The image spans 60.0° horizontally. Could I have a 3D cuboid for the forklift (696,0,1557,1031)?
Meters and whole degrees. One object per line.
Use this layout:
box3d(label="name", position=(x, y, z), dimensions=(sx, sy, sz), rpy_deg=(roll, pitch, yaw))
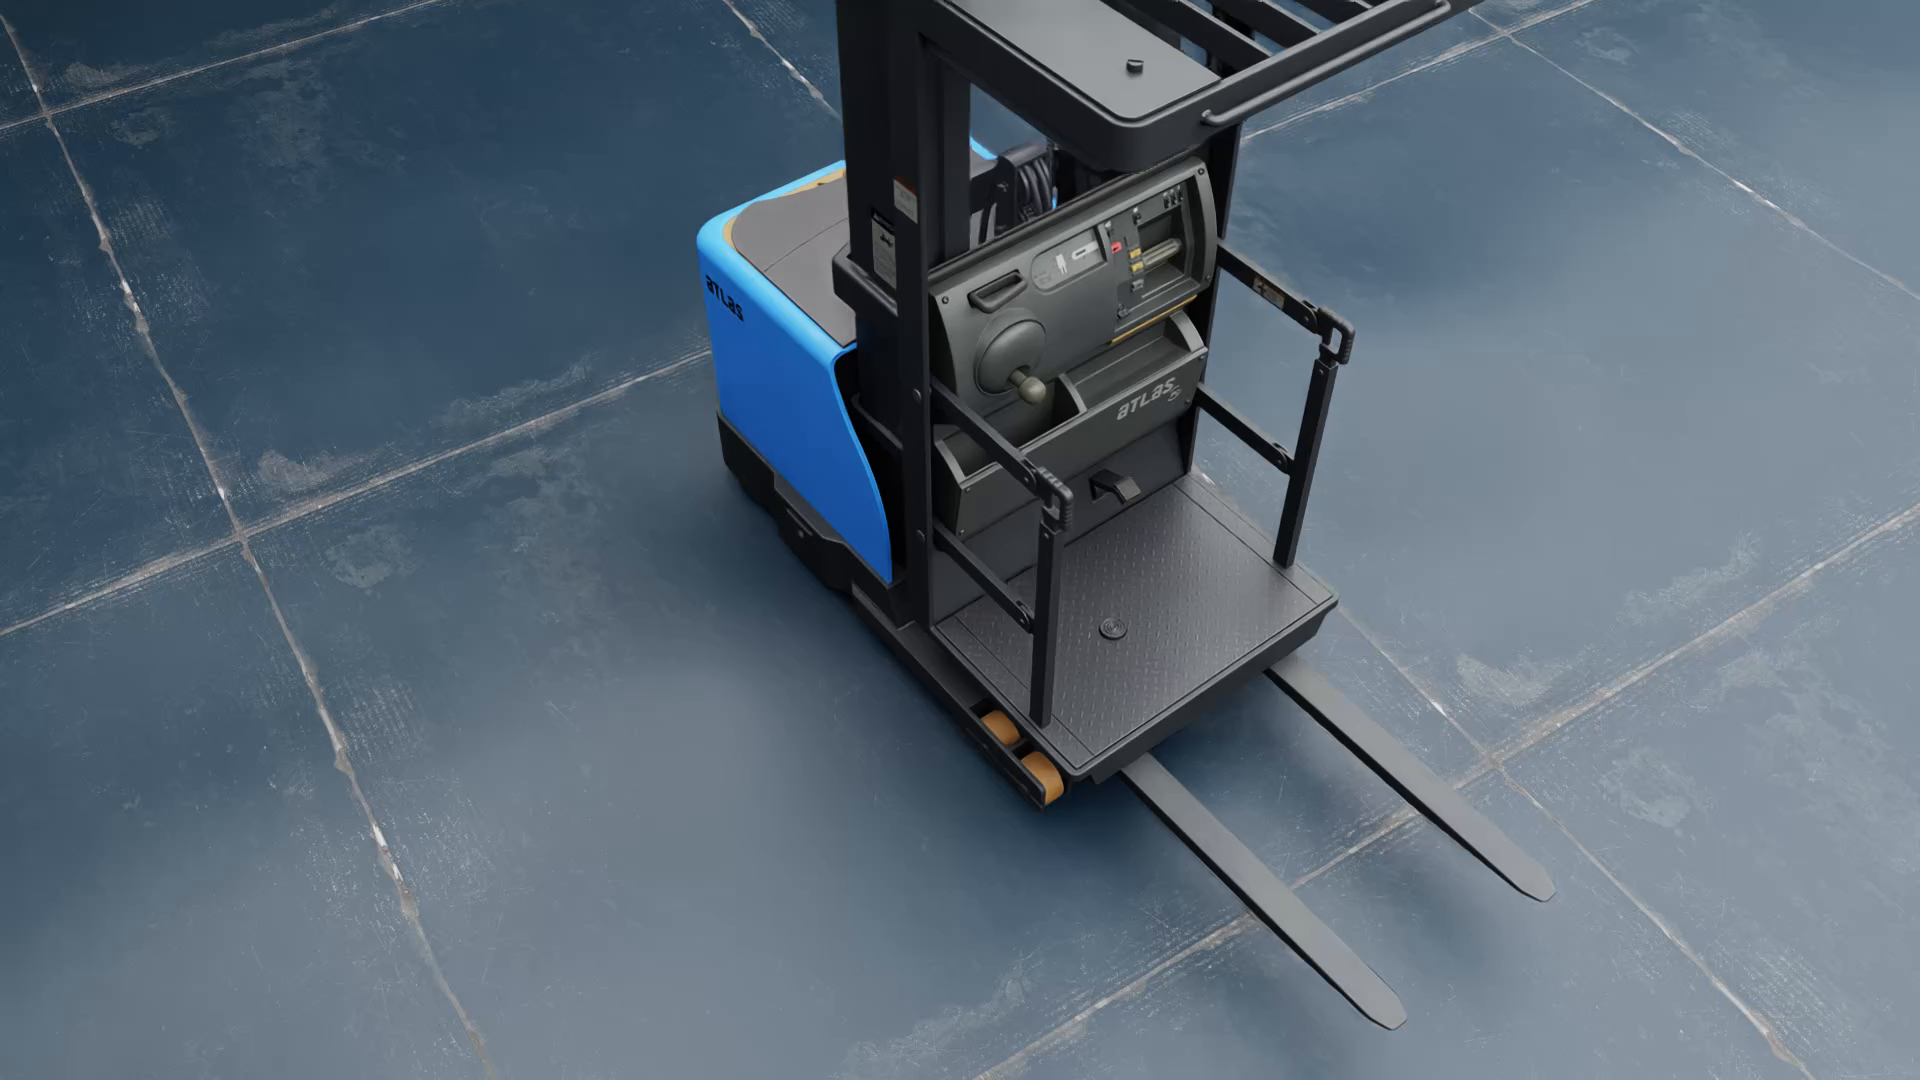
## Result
box3d(label="forklift", position=(0.457, -0.597, 4.319), dimensions=(1.130, 2.935, 3.031), rpy_deg=(-30, 55, -24))
